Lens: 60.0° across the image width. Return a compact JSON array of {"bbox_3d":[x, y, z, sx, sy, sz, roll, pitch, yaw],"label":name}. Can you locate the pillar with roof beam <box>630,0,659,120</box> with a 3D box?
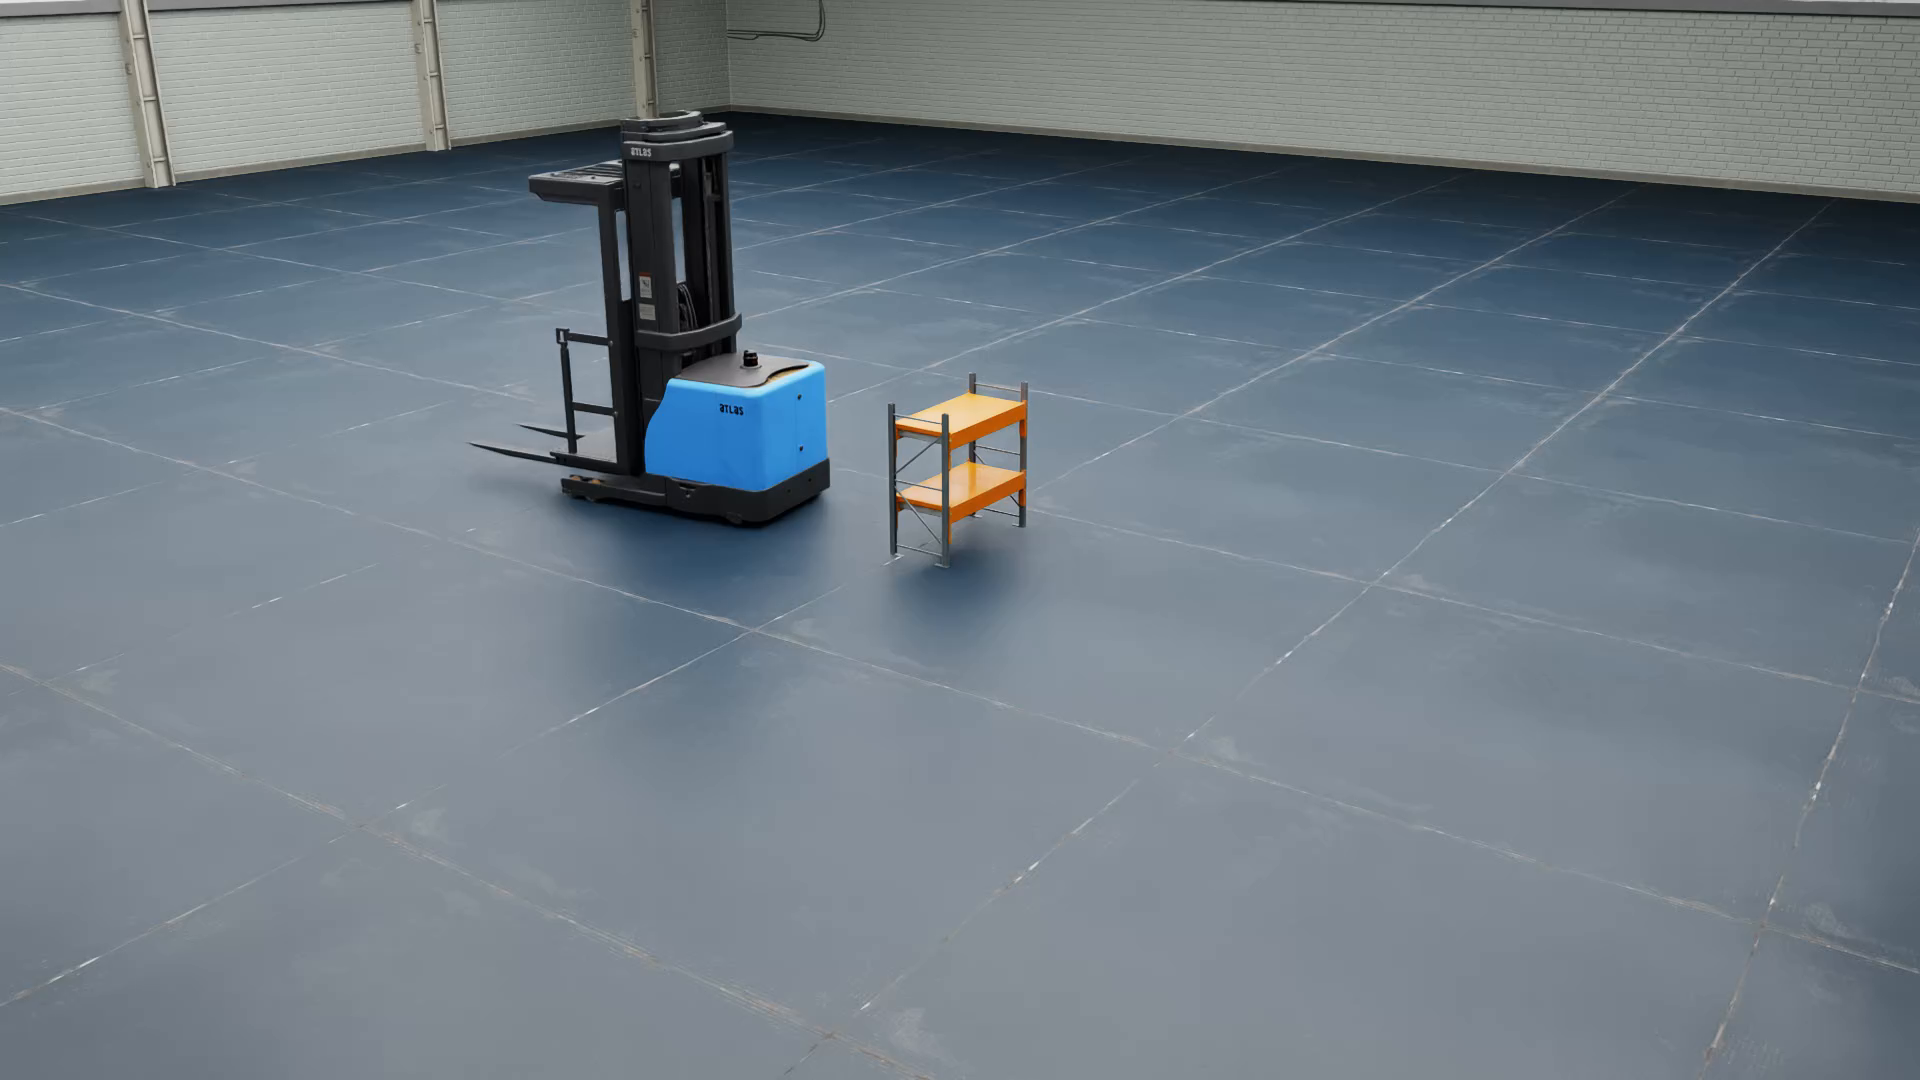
[{"bbox_3d":[-3.593,-12.982,34.389,9.100,9.000,0.400,13,24,32],"label":"pillar with roof beam"}]

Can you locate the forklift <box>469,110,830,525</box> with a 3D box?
[{"bbox_3d":[-2.581,-1.832,12.992,3.031,2.935,1.130,10,23,26],"label":"forklift"}]

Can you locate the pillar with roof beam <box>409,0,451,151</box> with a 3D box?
[{"bbox_3d":[-6.966,-11.260,29.735,9.100,9.000,0.400,13,24,32],"label":"pillar with roof beam"}]

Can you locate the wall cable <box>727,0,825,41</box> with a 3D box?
[{"bbox_3d":[-4.404,-12.952,38.786,3.097,2.526,0.112,13,24,32],"label":"wall cable"}]

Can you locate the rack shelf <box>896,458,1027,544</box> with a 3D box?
[{"bbox_3d":[-0.004,-0.296,12.149,0.538,0.278,1.000,13,24,32],"label":"rack shelf"}]

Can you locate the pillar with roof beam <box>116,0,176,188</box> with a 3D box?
[{"bbox_3d":[-10.339,-9.539,25.081,9.100,9.000,0.400,13,24,32],"label":"pillar with roof beam"}]

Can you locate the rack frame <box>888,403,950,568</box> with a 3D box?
[{"bbox_3d":[-0.290,-0.380,11.670,0.500,1.125,0.032,13,24,32],"label":"rack frame"}]

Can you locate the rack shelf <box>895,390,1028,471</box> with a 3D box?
[{"bbox_3d":[-0.004,-0.800,11.963,0.538,0.278,1.000,13,24,32],"label":"rack shelf"}]

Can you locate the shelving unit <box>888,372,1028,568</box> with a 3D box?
[{"bbox_3d":[-0.004,-0.526,12.065,0.538,1.125,1.048,13,24,32],"label":"shelving unit"}]

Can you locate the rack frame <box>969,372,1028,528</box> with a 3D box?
[{"bbox_3d":[0.282,-0.671,12.459,0.500,1.125,0.032,13,24,32],"label":"rack frame"}]
